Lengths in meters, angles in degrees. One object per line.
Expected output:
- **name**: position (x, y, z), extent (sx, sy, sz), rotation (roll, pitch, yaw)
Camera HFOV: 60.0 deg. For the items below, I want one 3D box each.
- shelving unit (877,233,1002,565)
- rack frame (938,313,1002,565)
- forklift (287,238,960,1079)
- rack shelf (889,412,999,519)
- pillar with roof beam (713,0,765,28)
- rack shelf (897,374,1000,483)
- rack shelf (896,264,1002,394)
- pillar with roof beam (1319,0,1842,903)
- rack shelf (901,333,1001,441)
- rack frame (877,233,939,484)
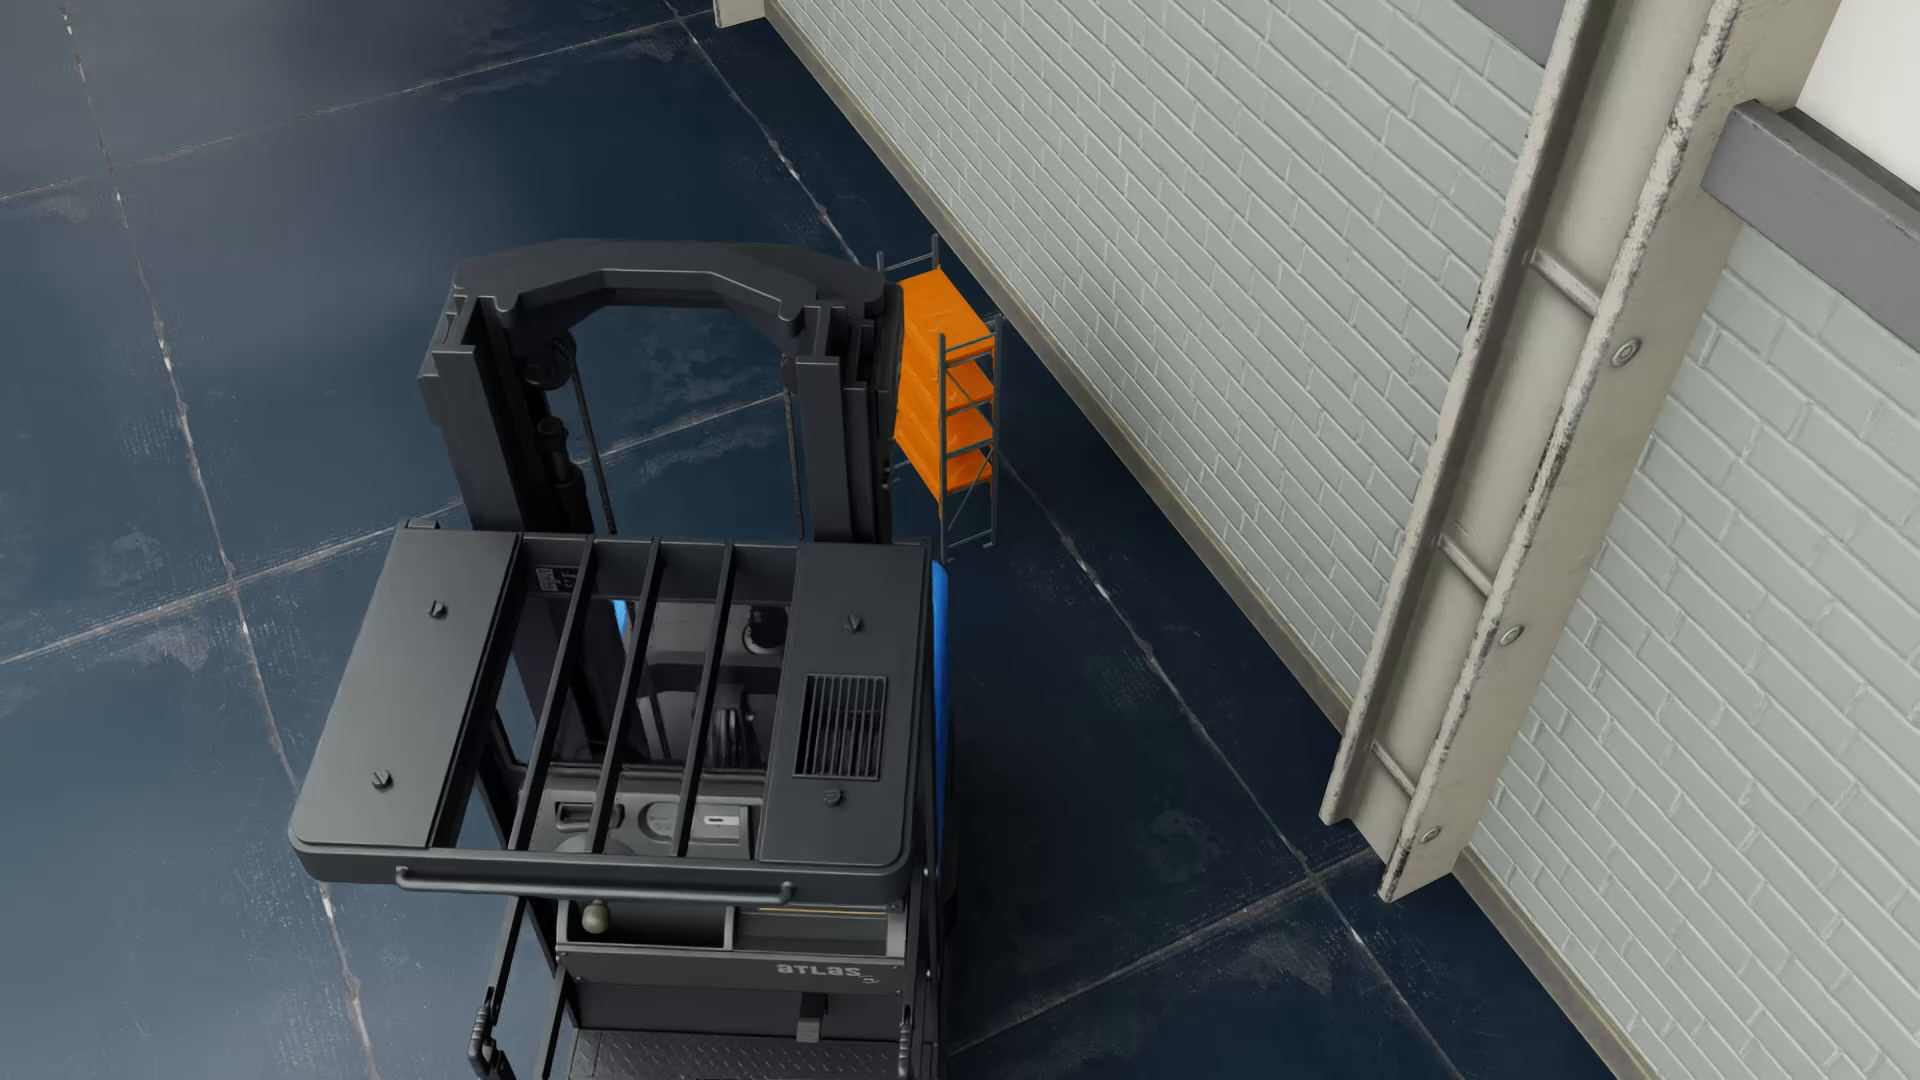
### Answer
- **shelving unit**: position (-0.076, -0.506, 6.288), extent (0.258, 1.200, 0.503), rotation (-21, 52, -18)
- **rack frame**: position (0.036, -0.342, 6.145), extent (0.240, 1.200, 0.015), rotation (-21, 52, -18)
- **forklift**: position (-0.610, 0.882, 3.924), extent (1.130, 2.935, 3.031), rotation (2, 49, 2)
- **rack shelf**: position (-0.076, -0.331, 6.488), extent (0.258, 0.148, 0.480), rotation (-21, 52, -18)
- **pillar with roof beam**: position (-5.098, -4.460, 4.565), extent (9.100, 9.000, 0.400), rotation (-21, 52, -18)
- **rack shelf**: position (-0.076, -0.462, 6.339), extent (0.258, 0.148, 0.480), rotation (-21, 52, -18)
- **rack shelf**: position (-0.076, -0.764, 5.992), extent (0.258, 0.148, 0.480), rotation (-21, 52, -18)
- **pillar with roof beam**: position (-2.352, -0.445, 1.053), extent (9.100, 9.000, 0.400), rotation (-21, 52, -18)
- **rack shelf**: position (-0.076, -0.609, 6.170), extent (0.258, 0.148, 0.480), rotation (-21, 52, -18)
- **rack frame**: position (-0.187, -0.669, 6.431), extent (0.240, 1.200, 0.015), rotation (-21, 52, -18)
